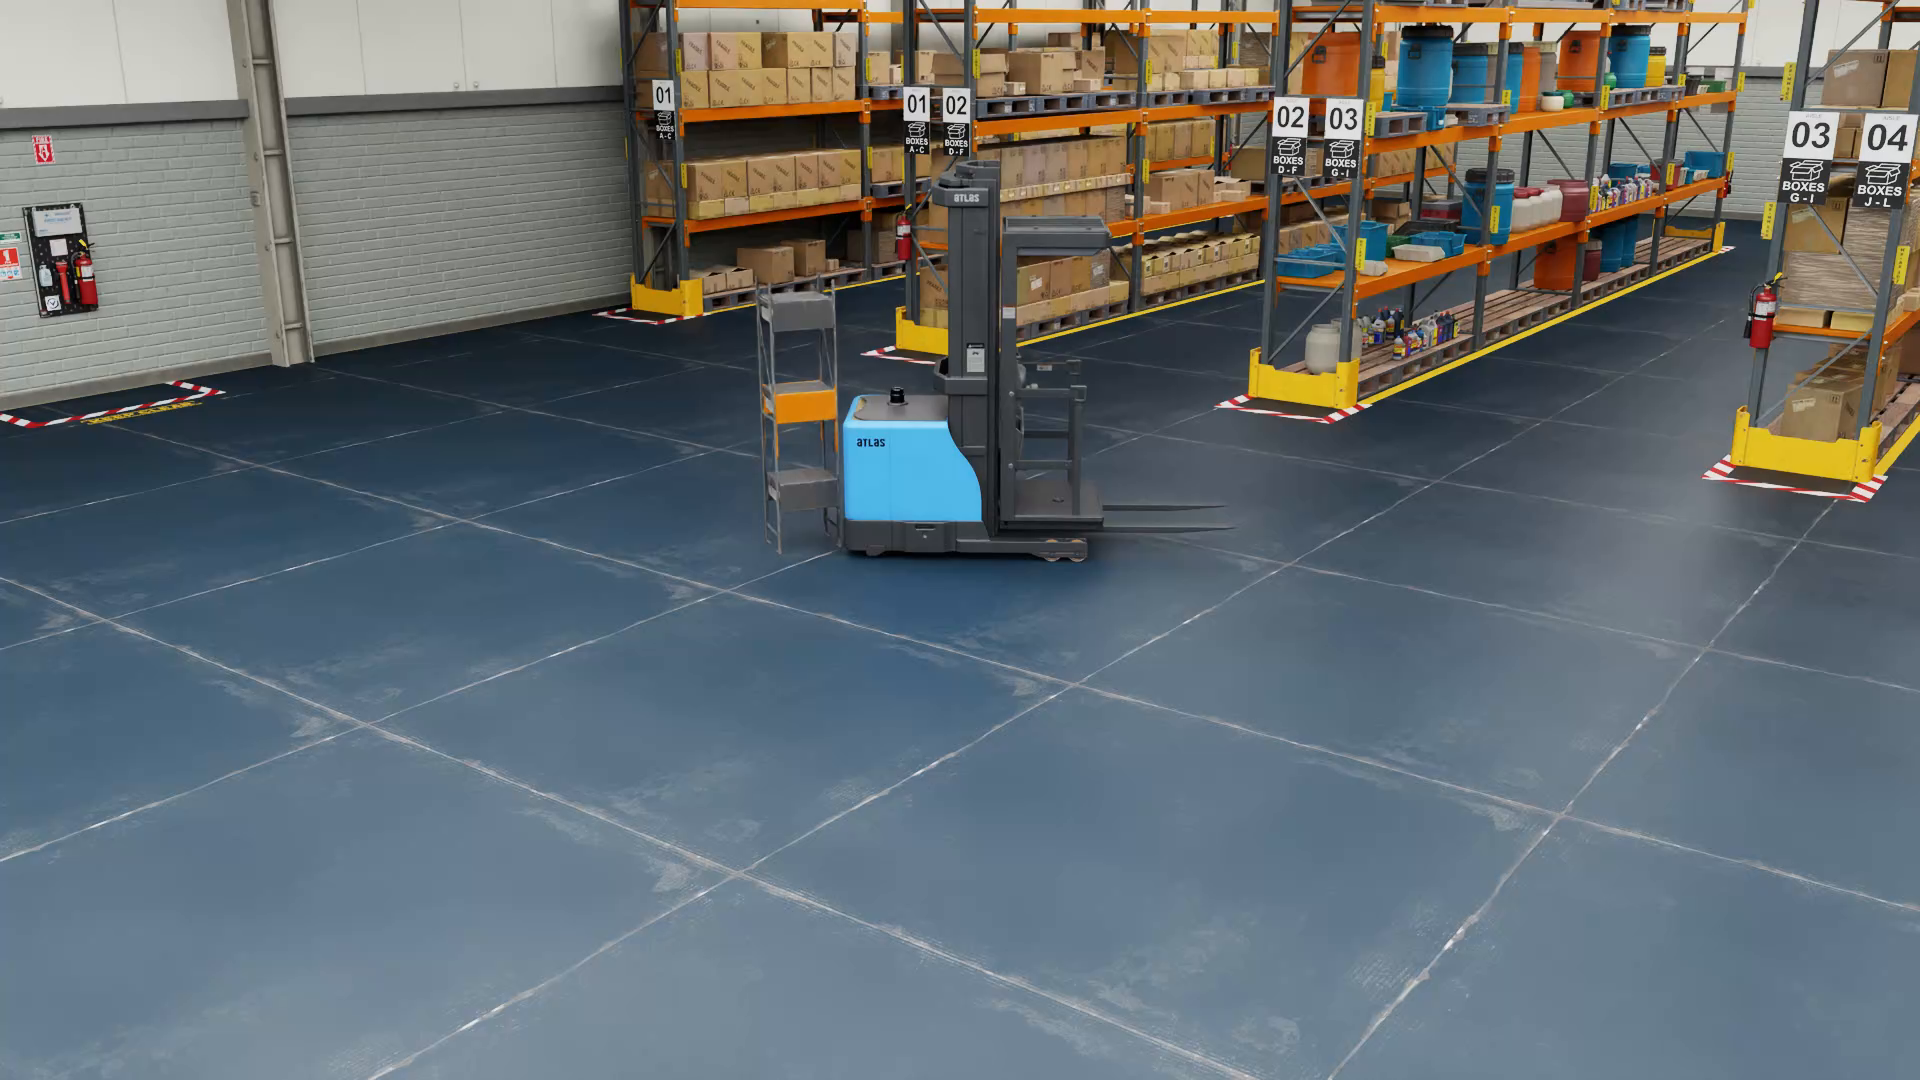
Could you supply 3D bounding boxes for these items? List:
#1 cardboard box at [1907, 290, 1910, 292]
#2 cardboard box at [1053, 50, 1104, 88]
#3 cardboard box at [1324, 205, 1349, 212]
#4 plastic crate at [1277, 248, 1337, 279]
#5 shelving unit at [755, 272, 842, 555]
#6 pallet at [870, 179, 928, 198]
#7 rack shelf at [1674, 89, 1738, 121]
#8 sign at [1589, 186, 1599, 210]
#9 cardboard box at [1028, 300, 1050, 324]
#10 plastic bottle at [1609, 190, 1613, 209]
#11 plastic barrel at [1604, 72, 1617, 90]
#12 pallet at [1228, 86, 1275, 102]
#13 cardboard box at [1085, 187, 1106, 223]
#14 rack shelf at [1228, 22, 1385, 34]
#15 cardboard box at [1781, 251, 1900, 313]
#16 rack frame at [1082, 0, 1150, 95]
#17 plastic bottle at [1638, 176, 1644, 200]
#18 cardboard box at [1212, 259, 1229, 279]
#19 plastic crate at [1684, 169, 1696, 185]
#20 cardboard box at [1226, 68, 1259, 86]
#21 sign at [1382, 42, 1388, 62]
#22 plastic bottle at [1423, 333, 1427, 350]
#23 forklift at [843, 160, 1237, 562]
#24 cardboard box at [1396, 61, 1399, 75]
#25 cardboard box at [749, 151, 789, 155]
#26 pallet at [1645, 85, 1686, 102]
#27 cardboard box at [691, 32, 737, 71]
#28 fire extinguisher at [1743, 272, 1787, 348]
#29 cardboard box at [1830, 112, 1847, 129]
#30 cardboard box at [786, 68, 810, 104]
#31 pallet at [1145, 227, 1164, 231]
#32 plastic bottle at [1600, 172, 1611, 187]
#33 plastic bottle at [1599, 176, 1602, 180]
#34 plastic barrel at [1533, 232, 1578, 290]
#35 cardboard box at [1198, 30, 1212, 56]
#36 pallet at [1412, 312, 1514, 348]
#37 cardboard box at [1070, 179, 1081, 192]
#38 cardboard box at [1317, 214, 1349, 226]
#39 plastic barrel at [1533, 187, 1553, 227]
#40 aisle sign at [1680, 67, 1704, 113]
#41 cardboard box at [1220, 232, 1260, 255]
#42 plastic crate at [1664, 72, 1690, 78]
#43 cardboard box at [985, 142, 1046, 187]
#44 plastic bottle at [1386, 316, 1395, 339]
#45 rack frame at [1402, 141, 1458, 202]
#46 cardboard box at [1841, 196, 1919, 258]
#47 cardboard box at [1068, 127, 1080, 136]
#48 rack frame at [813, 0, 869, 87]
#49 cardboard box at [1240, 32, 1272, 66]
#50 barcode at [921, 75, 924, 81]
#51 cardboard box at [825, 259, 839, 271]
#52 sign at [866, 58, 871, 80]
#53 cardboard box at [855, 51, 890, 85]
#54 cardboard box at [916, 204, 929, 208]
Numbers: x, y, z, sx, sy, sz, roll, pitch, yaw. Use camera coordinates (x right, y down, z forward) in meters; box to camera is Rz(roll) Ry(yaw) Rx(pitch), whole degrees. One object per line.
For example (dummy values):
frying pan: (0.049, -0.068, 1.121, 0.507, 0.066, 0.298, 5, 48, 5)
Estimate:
cardboard box: (9.079, -2.392, 16.311, 0.380, 0.149, 0.250, 12, 21, 35)
cardboard box: (1.621, -6.441, 22.757, 0.500, 0.500, 0.500, 15, 22, 39)
cardboard box: (7.012, -5.874, 30.576, 0.500, 0.500, 0.500, 12, 21, 35)
plastic crate: (3.784, -3.039, 18.223, 0.499, 0.251, 0.616, 12, 21, 35)
shelving unit: (-1.240, -0.969, 12.820, 0.503, 2.100, 0.431, -7, 19, -20)
pallet: (-1.275, -5.706, 26.884, 1.003, 0.211, 1.213, 12, 21, 35)
rack shelf: (12.068, -7.361, 28.046, 1.077, 0.370, 4.000, 12, 21, 35)
sign: (8.939, -4.826, 23.451, 0.100, 0.325, 0.005, 12, 21, 35)
cardboard box: (0.841, -3.029, 21.867, 0.500, 0.250, 0.500, 12, 21, 35)
plastic bottle: (9.652, -5.071, 24.732, 0.097, 0.271, 0.097, 0, 17, 0)
plastic barrel: (9.309, -6.614, 23.980, 0.294, 0.245, 0.294, 0, 17, 0)
pallet: (4.184, -6.884, 25.616, 1.213, 0.211, 1.003, 14, 22, 37)
cardboard box: (1.565, -4.581, 22.769, 0.700, 0.500, 0.500, 12, 21, 34)
rack shelf: (5.708, -8.526, 27.414, 1.077, 0.370, 4.000, 12, 21, 35)
cardboard box: (8.053, -2.379, 15.176, 0.875, 0.500, 0.500, 12, 21, 35)
rack frame: (2.133, -7.632, 22.647, 1.000, 3.000, 0.127, 12, 21, 35)
plastic bottle: (10.591, -5.496, 25.967, 0.144, 0.351, 0.185, 12, 21, 35)
cardboard box: (3.793, -4.196, 25.626, 0.500, 0.250, 0.500, 13, 21, 36)
plastic crate: (12.242, -6.163, 28.213, 0.416, 0.233, 0.300, 12, 21, 35)
cardboard box: (4.292, -7.163, 25.739, 0.500, 0.250, 0.500, 11, 20, 31)
sign: (7.348, -8.443, 28.779, 0.100, 0.325, 0.005, 12, 21, 35)
plastic bottle: (5.502, -2.367, 19.783, 0.097, 0.201, 0.097, 0, 17, 0)
forklift: (0.629, -1.395, 12.793, 3.031, 2.935, 1.130, 0, 17, 1)
cardboard box: (7.686, -8.463, 29.791, 0.500, 0.250, 0.500, 12, 21, 35)
cardboard box: (-2.908, -5.622, 25.245, 0.500, 0.500, 0.500, 13, 22, 36)
pallet: (10.487, -6.934, 25.777, 1.213, 0.211, 1.003, 12, 21, 35)
cardboard box: (-3.466, -6.815, 23.187, 0.500, 0.500, 0.500, 12, 21, 34)
fire extinguisher: (7.265, -2.080, 15.014, 0.296, 0.674, 0.183, 12, 21, 35)
cardboard box: (7.618, -3.735, 14.737, 0.380, 0.149, 0.250, 12, 21, 35)
cardboard box: (-2.561, -6.710, 24.534, 0.500, 0.500, 0.500, 11, 21, 33)
pallet: (3.435, -6.382, 33.440, 1.003, 0.211, 1.213, 12, 21, 35)
plastic bottle: (10.382, -5.736, 26.741, 0.144, 0.351, 0.185, 12, 21, 35)
plastic bottle: (10.315, -5.728, 26.829, 0.061, 0.283, 0.133, 12, 21, 35)
plastic barrel: (8.770, -4.127, 24.427, 0.600, 0.830, 0.708, 12, 21, 35)
cardboard box: (4.779, -10.127, 33.851, 0.500, 0.500, 0.500, 13, 22, 36)
pallet: (6.546, -2.753, 21.753, 1.003, 0.211, 1.213, 12, 21, 35)
cardboard box: (1.386, -4.720, 22.122, 0.380, 0.149, 0.250, 13, 22, 36)
cardboard box: (6.535, -5.404, 29.062, 0.500, 0.500, 0.500, 13, 21, 35)
plastic barrel: (7.800, -4.514, 22.532, 0.421, 0.512, 0.421, 0, 17, 0)
aisle sign: (13.064, -8.060, 29.757, 0.394, 0.787, 0.004, 12, 21, 35)
cardboard box: (4.402, -4.707, 26.325, 0.500, 0.311, 0.500, 13, 22, 36)
plastic crate: (12.128, -7.836, 28.467, 0.504, 0.338, 0.767, 12, 21, 35)
cardboard box: (0.679, -4.849, 21.446, 0.700, 0.500, 0.500, 13, 21, 35)
plastic bottle: (5.306, -2.623, 20.491, 0.097, 0.271, 0.097, 0, 17, 0)
rack frame: (9.283, -7.625, 32.740, 1.000, 3.000, 0.127, 12, 21, 35)
cardboard box: (8.250, -2.813, 14.888, 0.500, 0.500, 0.500, 12, 21, 35)
cardboard box: (1.927, -7.585, 30.642, 0.500, 0.250, 0.500, 12, 21, 34)
rack frame: (-1.847, -8.506, 25.462, 1.000, 3.000, 0.127, 12, 21, 35)
cardboard box: (4.782, -7.780, 26.327, 0.500, 0.500, 0.500, 12, 21, 35)
barcode: (-0.458, -5.681, 20.443, 0.001, 0.075, 0.075, 12, 21, 35)
cardboard box: (-2.142, -4.366, 26.280, 0.380, 0.166, 0.250, 9, 20, 28)
sign: (-1.407, -7.227, 25.528, 0.100, 0.325, 0.005, 12, 21, 35)
cardboard box: (-1.457, -7.438, 26.204, 0.500, 0.500, 0.500, 16, 24, 42)
cardboard box: (-0.543, -5.540, 28.234, 0.500, 0.250, 0.500, 12, 21, 34)
